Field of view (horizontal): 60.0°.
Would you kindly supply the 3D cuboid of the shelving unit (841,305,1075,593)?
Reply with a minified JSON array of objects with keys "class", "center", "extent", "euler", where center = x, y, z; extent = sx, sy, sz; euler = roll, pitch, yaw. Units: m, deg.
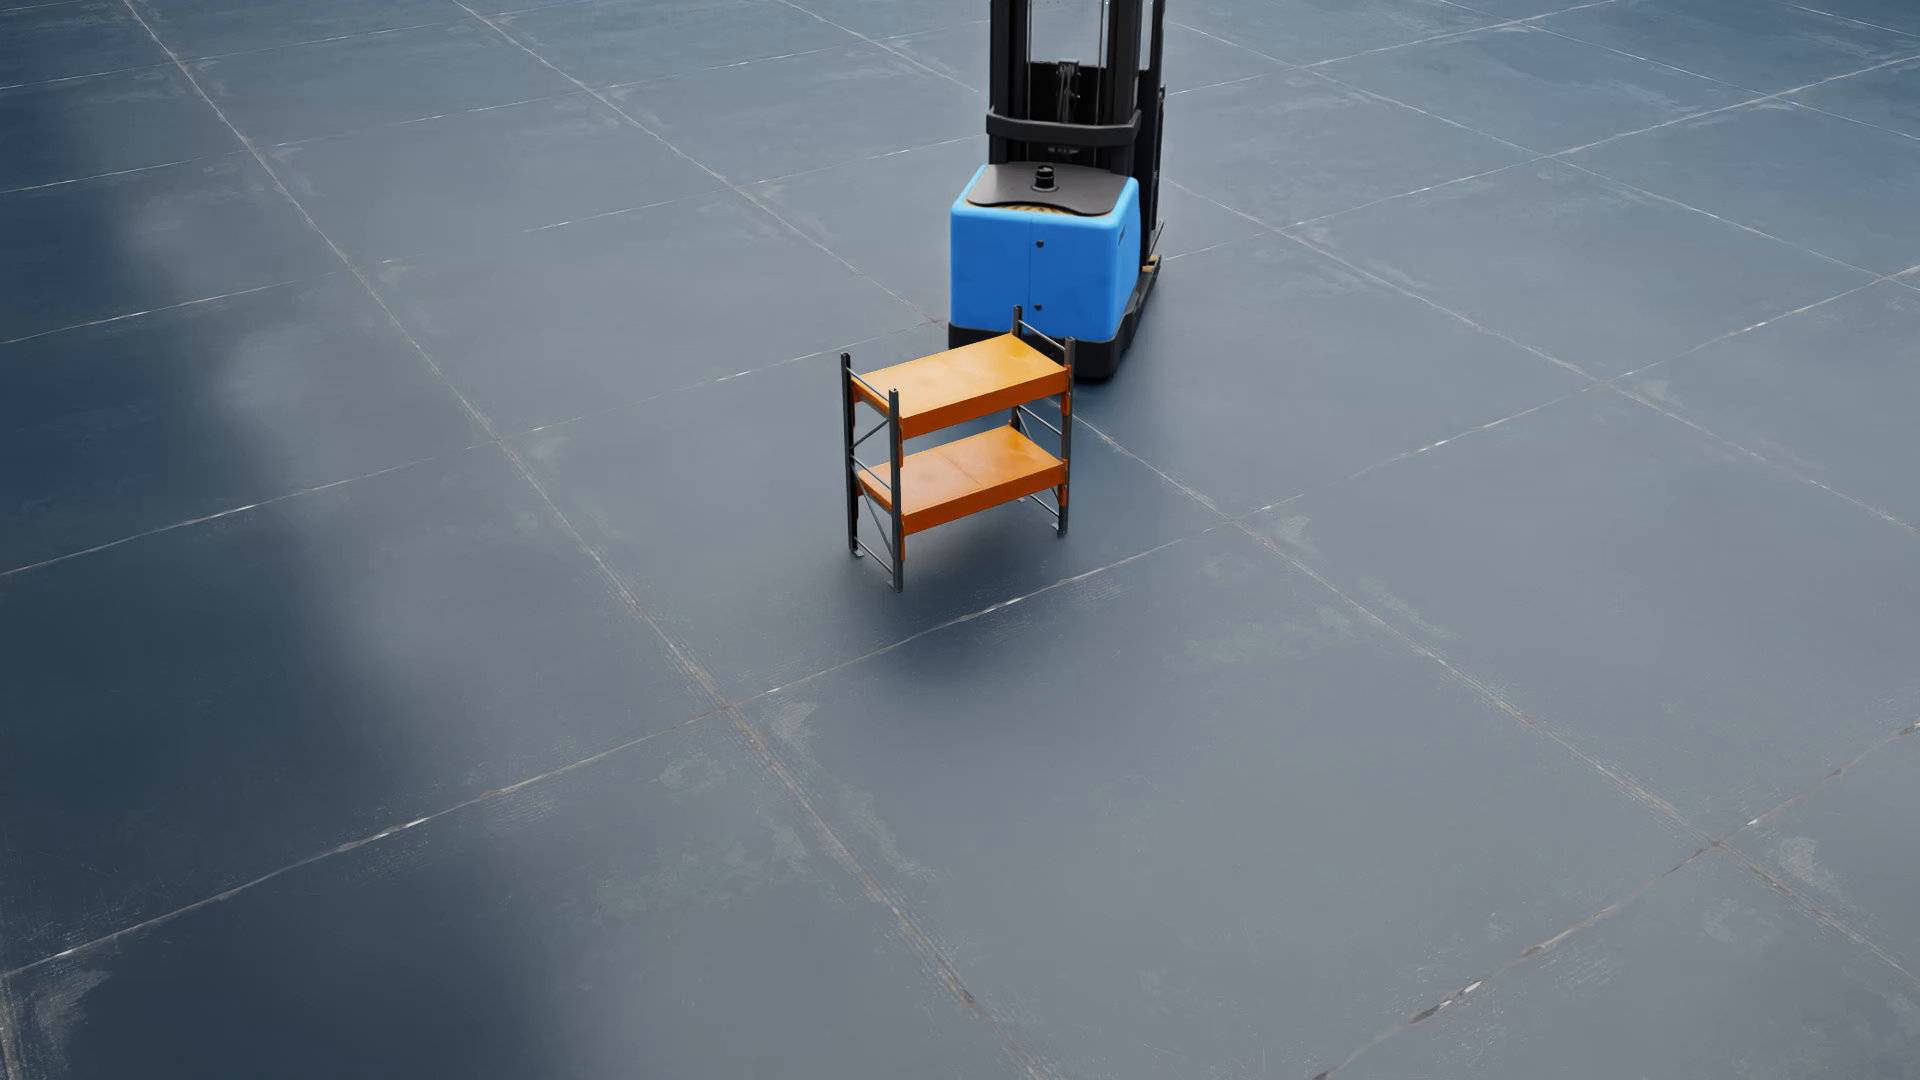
[{"class":"shelving unit","center":[-0.006,-0.474,8.447],"extent":[1.048,1.125,0.538],"euler":[-19,37,-27]}]

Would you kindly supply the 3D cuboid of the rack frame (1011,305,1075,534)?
[{"class":"rack frame","center":[0.422,-0.621,8.680],"extent":[0.032,1.125,0.500],"euler":[-19,37,-27]}]

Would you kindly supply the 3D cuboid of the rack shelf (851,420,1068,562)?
[{"class":"rack shelf","center":[-0.006,-0.267,8.577],"extent":[1.000,0.278,0.538],"euler":[-19,37,-27]}]

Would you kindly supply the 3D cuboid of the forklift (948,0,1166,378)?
[{"class":"forklift","center":[0.788,-3.012,10.777],"extent":[1.130,2.935,3.031],"euler":[8,33,12]}]

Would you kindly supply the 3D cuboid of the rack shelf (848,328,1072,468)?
[{"class":"rack shelf","center":[-0.006,-0.721,8.291],"extent":[1.000,0.278,0.538],"euler":[-19,37,-27]}]

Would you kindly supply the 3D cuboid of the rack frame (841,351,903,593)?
[{"class":"rack frame","center":[-0.433,-0.327,8.214],"extent":[0.032,1.125,0.500],"euler":[-19,37,-27]}]
